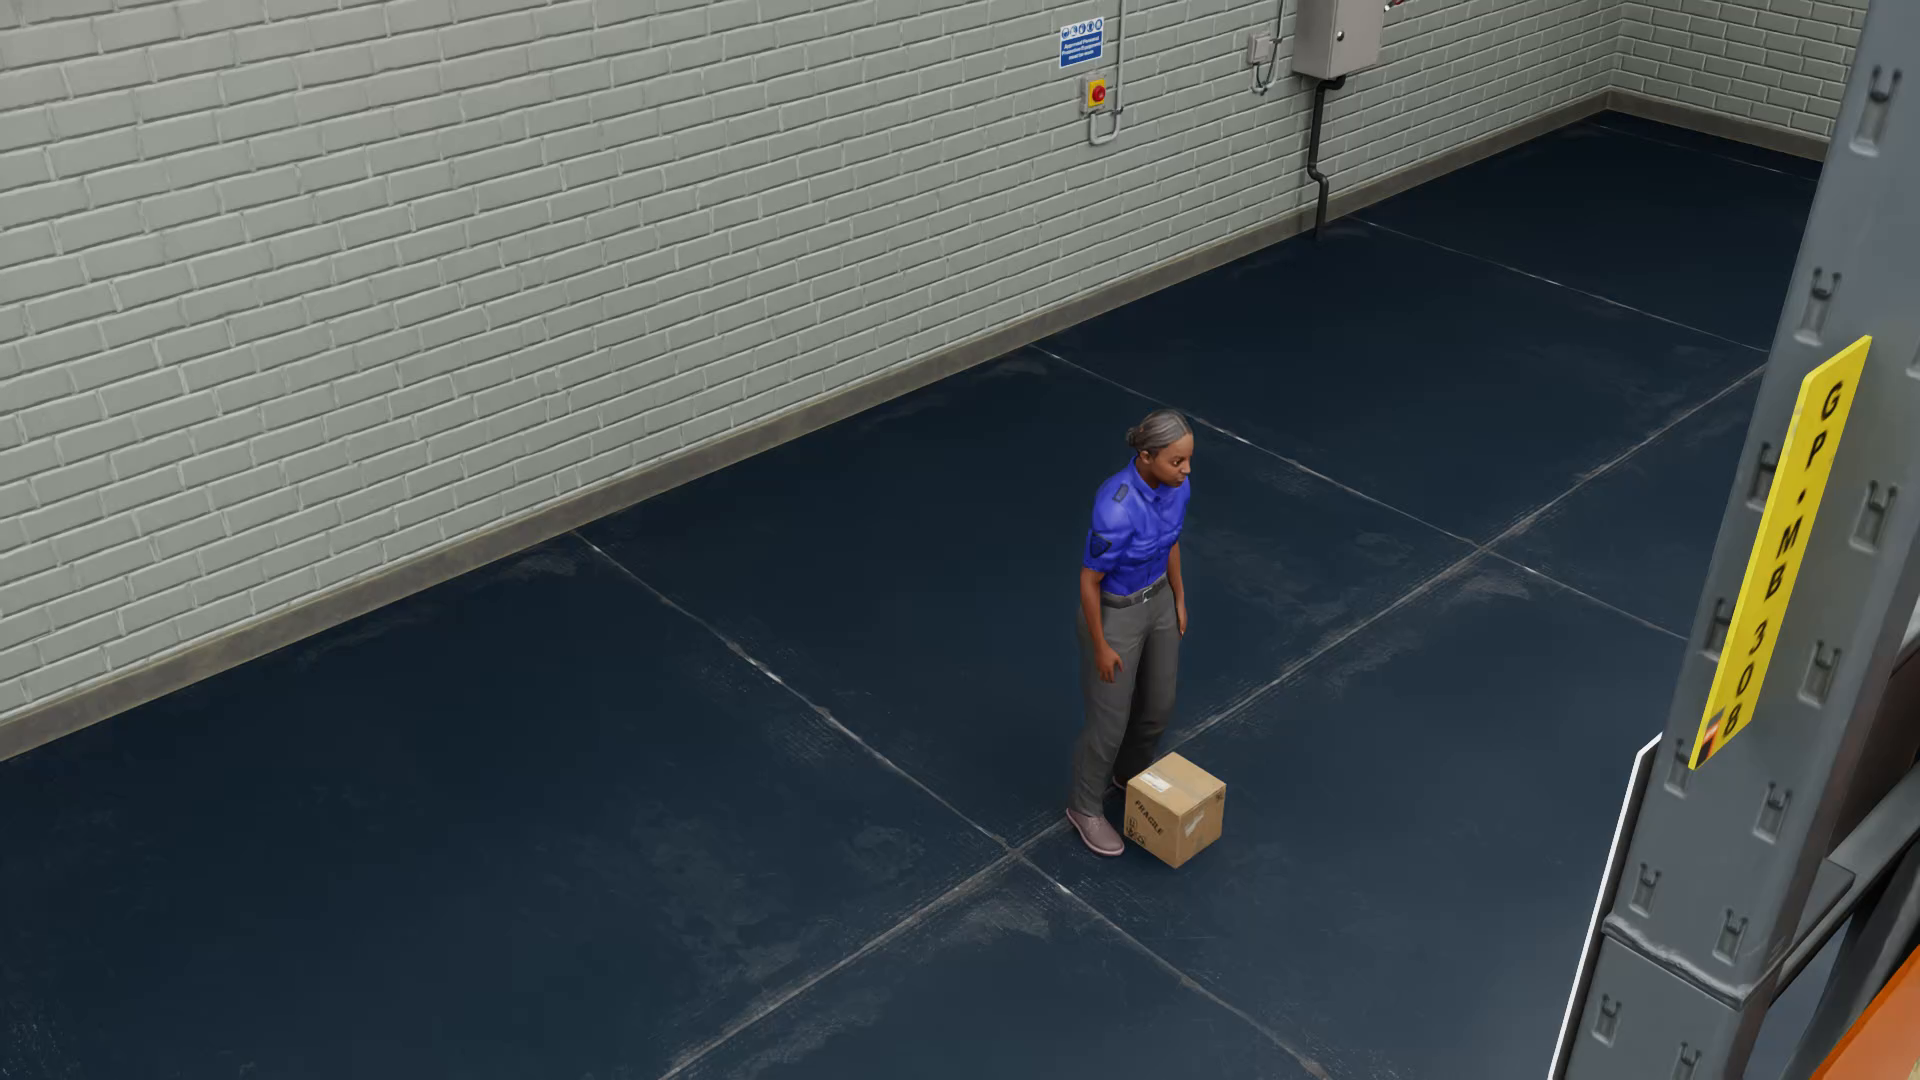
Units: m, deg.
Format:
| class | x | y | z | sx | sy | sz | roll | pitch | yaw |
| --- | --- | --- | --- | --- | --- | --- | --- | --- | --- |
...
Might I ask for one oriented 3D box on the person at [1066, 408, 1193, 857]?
| class | x | y | z | sx | sy | sz | roll | pitch | yaw |
| --- | --- | --- | --- | --- | --- | --- | --- | --- | --- |
| person | 0.592 | 0.285 | 5.682 | 0.505 | 1.655 | 0.348 | -28 | 41 | -37 |
